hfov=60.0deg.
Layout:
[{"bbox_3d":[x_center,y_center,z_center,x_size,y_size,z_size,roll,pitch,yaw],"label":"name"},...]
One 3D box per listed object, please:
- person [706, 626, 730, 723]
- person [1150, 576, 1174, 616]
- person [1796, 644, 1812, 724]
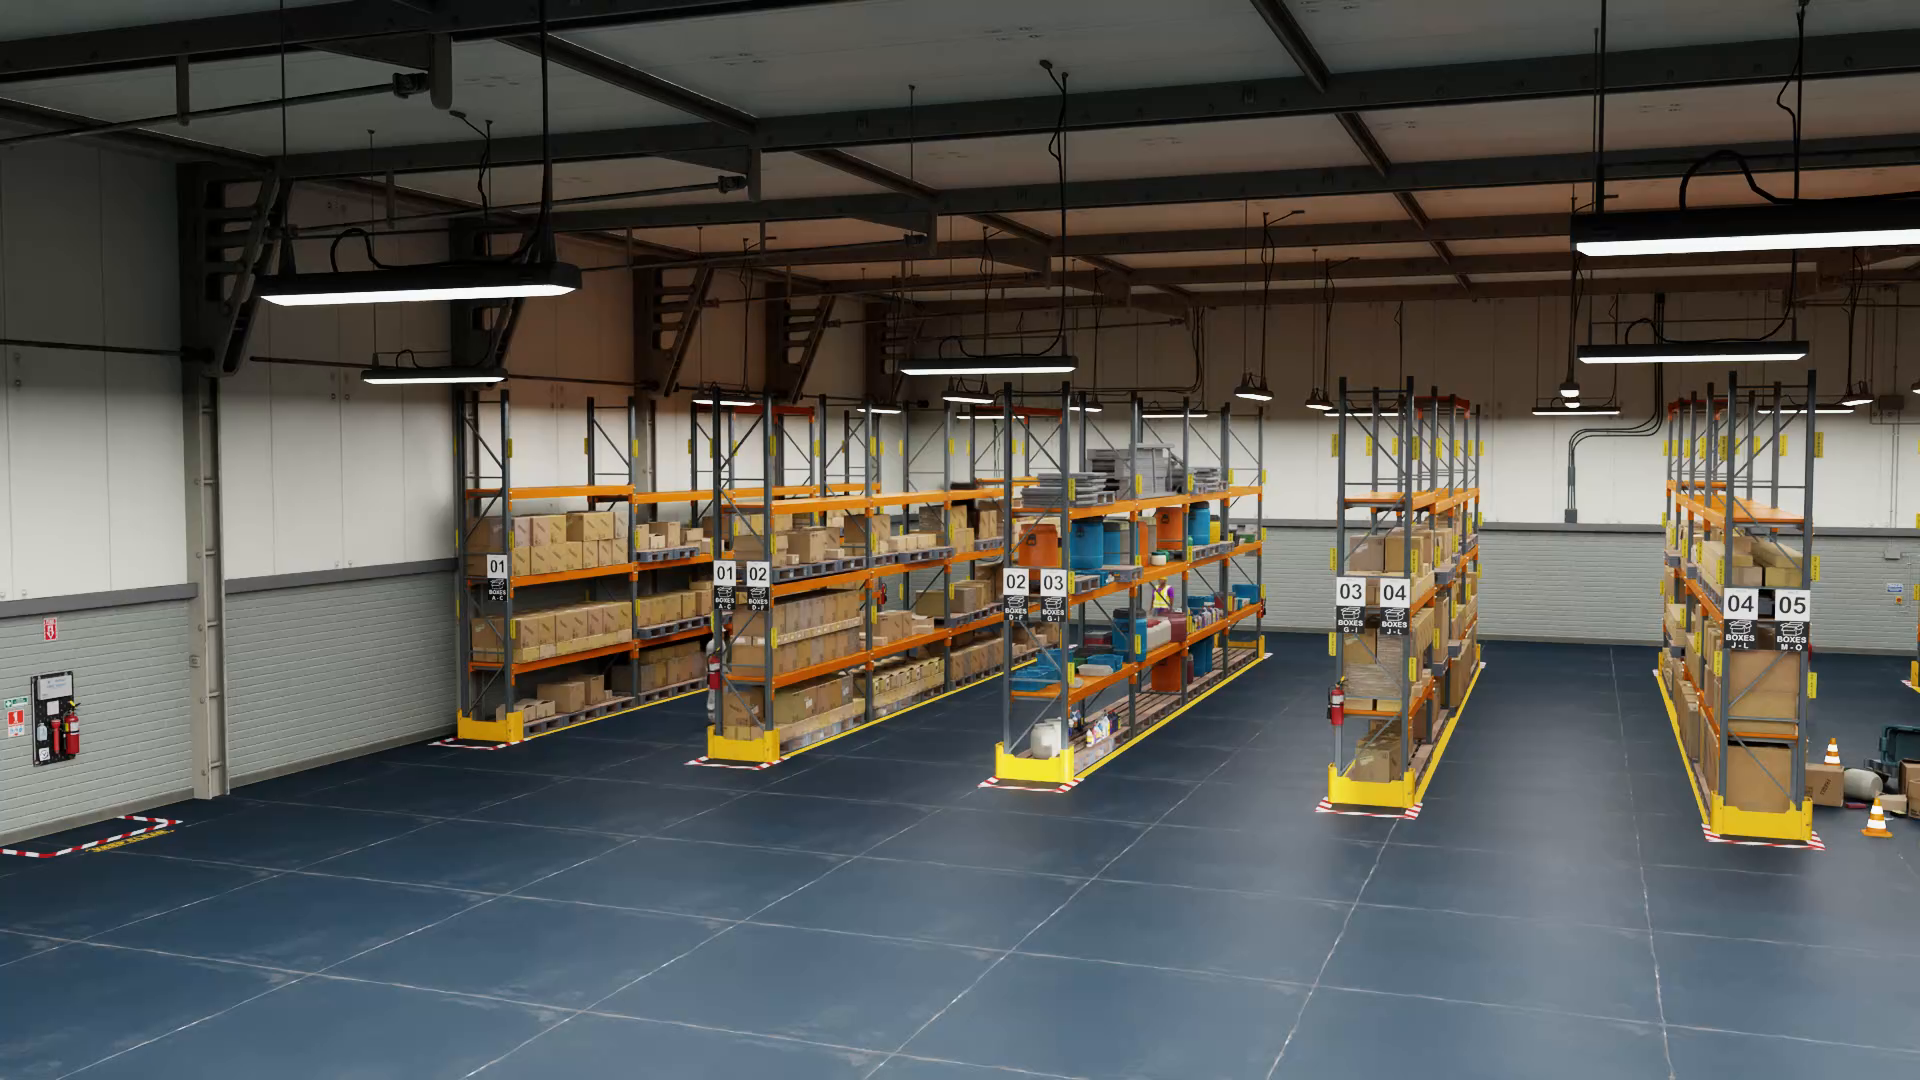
[{"bbox_3d":[-4.392,2.439,30.263,0.454,1.800,0.580,2,3,26],"label":"person"},{"bbox_3d":[5.169,1.768,42.613,0.616,1.777,0.426,1,3,11],"label":"person"},{"bbox_3d":[15.269,2.473,30.373,0.610,1.729,0.497,-2,4,-28],"label":"person"}]
